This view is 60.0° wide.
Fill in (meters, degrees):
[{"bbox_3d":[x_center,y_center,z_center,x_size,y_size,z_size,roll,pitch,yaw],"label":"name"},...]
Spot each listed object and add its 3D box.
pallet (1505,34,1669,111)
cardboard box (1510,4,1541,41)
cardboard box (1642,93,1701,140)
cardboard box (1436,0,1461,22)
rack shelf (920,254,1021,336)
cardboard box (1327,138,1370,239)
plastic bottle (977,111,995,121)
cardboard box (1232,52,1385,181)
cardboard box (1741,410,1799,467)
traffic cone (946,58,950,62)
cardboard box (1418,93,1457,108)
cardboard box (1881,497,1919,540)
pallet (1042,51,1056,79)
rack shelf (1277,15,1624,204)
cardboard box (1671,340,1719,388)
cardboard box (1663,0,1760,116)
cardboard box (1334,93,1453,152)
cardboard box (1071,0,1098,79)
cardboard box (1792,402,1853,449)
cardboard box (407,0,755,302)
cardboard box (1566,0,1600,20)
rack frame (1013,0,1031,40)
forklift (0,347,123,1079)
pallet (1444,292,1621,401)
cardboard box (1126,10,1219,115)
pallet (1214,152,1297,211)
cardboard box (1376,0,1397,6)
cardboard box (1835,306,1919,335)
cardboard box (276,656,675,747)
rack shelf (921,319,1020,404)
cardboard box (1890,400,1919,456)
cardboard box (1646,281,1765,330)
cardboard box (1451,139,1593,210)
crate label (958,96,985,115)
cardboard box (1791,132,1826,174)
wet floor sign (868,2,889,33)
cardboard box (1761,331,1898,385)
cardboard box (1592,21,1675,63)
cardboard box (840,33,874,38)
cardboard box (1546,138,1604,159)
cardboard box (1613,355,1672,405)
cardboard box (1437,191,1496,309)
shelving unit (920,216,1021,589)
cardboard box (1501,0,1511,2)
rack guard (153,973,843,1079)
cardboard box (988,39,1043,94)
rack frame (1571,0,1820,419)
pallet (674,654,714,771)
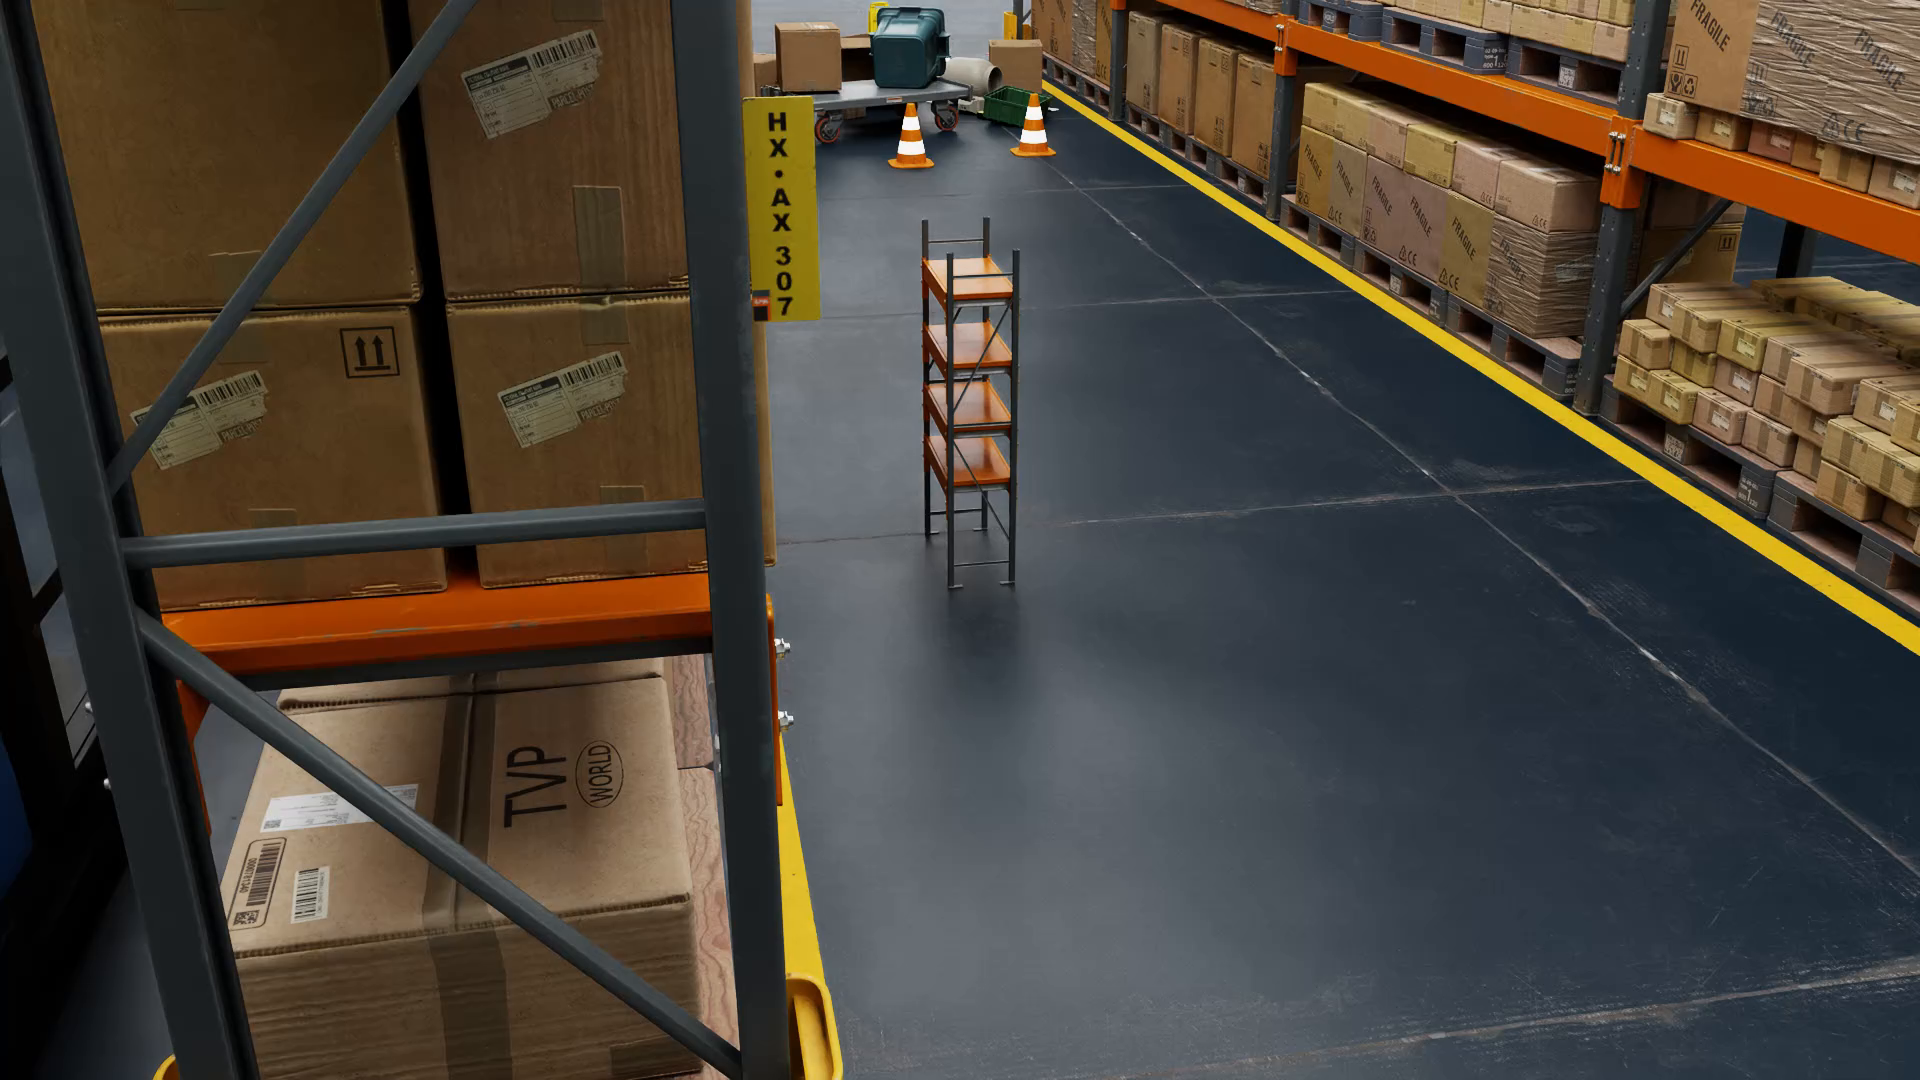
[{"bbox_3d":[3.304,-2.207,7.795,1.003,0.211,1.213,-4,24,-10],"label":"pallet"},{"bbox_3d":[2.896,-2.501,8.018,0.380,0.149,0.250,-6,24,-12],"label":"cardboard box"},{"bbox_3d":[3.033,-1.733,6.783,0.380,0.149,0.250,-3,24,-8],"label":"cardboard box"},{"bbox_3d":[2.741,-2.819,8.747,0.380,0.149,0.250,-5,24,-11],"label":"cardboard box"},{"bbox_3d":[0.031,-0.845,5.703,0.258,0.148,0.480,-4,24,-10],"label":"rack shelf"},{"bbox_3d":[2.539,-2.109,9.930,0.500,0.500,0.500,-4,24,-9],"label":"cardboard box"},{"bbox_3d":[0.289,-3.781,14.830,0.133,0.061,0.283,-19,30,-37],"label":"plastic bottle"},{"bbox_3d":[2.539,-2.964,11.576,1.050,0.750,0.750,-5,24,-10],"label":"cardboard box"},{"bbox_3d":[3.296,-0.408,6.473,0.380,0.149,0.250,-5,24,-11],"label":"cardboard box"},{"bbox_3d":[-0.214,-5.227,17.640,0.336,0.463,0.334,-4,24,-10],"label":"traffic cone"},{"bbox_3d":[3.051,-2.500,9.888,0.500,0.250,0.500,-4,24,-9],"label":"cardboard box"},{"bbox_3d":[3.458,-0.097,5.763,0.380,0.149,0.250,-4,24,-8],"label":"cardboard box"},{"bbox_3d":[1.308,-5.117,17.702,1.003,0.211,1.213,-4,24,-10],"label":"pallet"},{"bbox_3d":[2.933,-2.440,8.989,1.077,0.370,4.000,-4,24,-10],"label":"rack shelf"},{"bbox_3d":[3.190,-0.747,6.877,0.380,0.149,0.250,-4,24,-9],"label":"cardboard box"},{"bbox_3d":[3.146,-1.952,6.475,0.500,0.500,0.500,-5,24,-11],"label":"cardboard box"},{"bbox_3d":[2.546,-2.459,9.794,0.500,0.250,0.500,-5,24,-10],"label":"cardboard box"},{"bbox_3d":[1.605,-4.956,15.979,0.875,0.875,0.875,-4,24,-9],"label":"cardboard box"},{"bbox_3d":[3.345,-0.437,6.169,0.380,0.149,0.250,-3,24,-7],"label":"cardboard box"},{"bbox_3d":[-0.613,-0.718,2.772,0.500,0.500,0.500,-5,24,-11],"label":"cardboard box"},{"bbox_3d":[2.985,-2.443,7.512,0.380,0.149,0.250,-4,24,-9],"label":"cardboard box"},{"bbox_3d":[1.084,-6.704,17.851,1.000,3.000,0.127,-4,24,-10],"label":"rack frame"},{"bbox_3d":[-2.729,-0.492,3.714,1.130,2.935,3.031,-4,24,-10],"label":"forklift"},{"bbox_3d":[3.157,-1.012,8.303,1.003,0.211,1.213,-4,24,-10],"label":"pallet"},{"bbox_3d":[2.026,-4.054,14.071,1.050,0.750,0.750,-4,24,-10],"label":"cardboard box"},{"bbox_3d":[2.491,-2.595,11.927,1.003,0.211,1.213,-4,24,-10],"label":"pallet"},{"bbox_3d":[2.598,-3.126,9.448,0.380,0.149,0.250,-3,24,-7],"label":"cardboard box"},{"bbox_3d":[3.763,-0.826,6.688,0.380,0.149,0.250,-5,24,-10],"label":"cardboard box"},{"bbox_3d":[-1.202,0.366,4.340,0.875,0.438,0.875,-4,24,-8],"label":"cardboard box"},{"bbox_3d":[0.031,-0.628,5.798,0.258,0.148,0.480,-4,24,-10],"label":"rack shelf"},{"bbox_3d":[3.426,-0.375,5.654,0.380,0.149,0.250,-4,24,-9],"label":"cardboard box"},{"bbox_3d":[3.163,-0.991,7.066,0.380,0.149,0.250,-3,24,-8],"label":"cardboard box"},{"bbox_3d":[2.834,-1.851,8.403,0.500,0.250,0.500,-3,24,-7],"label":"cardboard box"},{"bbox_3d":[0.125,-3.963,15.152,0.250,0.136,0.298,18,29,36],"label":"crate label"},{"bbox_3d":[3.299,-1.428,6.086,0.380,0.149,0.250,-5,24,-12],"label":"cardboard box"},{"bbox_3d":[-0.868,-5.489,18.013,0.267,0.644,0.232,-9,25,-19],"label":"wet floor sign"},{"bbox_3d":[3.321,-0.682,6.357,0.380,0.149,0.250,-5,24,-11],"label":"cardboard box"},{"bbox_3d":[3.035,-2.202,7.334,0.380,0.149,0.250,-5,24,-11],"label":"cardboard box"},{"bbox_3d":[-0.950,-4.650,16.268,0.637,0.503,0.797,18,29,36],"label":"cardboard box"},{"bbox_3d":[3.325,-1.894,8.499,0.500,0.250,0.500,-4,24,-8],"label":"cardboard box"},{"bbox_3d":[3.054,-0.702,7.148,0.380,0.149,0.250,-5,24,-12],"label":"cardboard box"},{"bbox_3d":[2.824,-1.505,8.546,0.500,0.500,0.500,-5,24,-11],"label":"cardboard box"},{"bbox_3d":[0.031,-0.485,5.861,0.258,1.200,0.503,-4,24,-10],"label":"shelving unit"},{"bbox_3d":[2.840,-2.750,8.216,0.380,0.149,0.250,-6,24,-12],"label":"cardboard box"},{"bbox_3d":[-0.799,1.151,2.990,1.175,0.500,0.348,-4,24,-10],"label":"rack guard"},{"bbox_3d":[0.528,-4.520,15.972,0.500,0.500,0.500,0,24,-1],"label":"cardboard box"},{"bbox_3d":[3.303,-1.983,7.044,1.000,3.000,0.127,-4,24,-10],"label":"rack frame"},{"bbox_3d":[-1.251,0.486,4.873,1.003,0.211,1.213,-4,24,-10],"label":"pallet"}]
